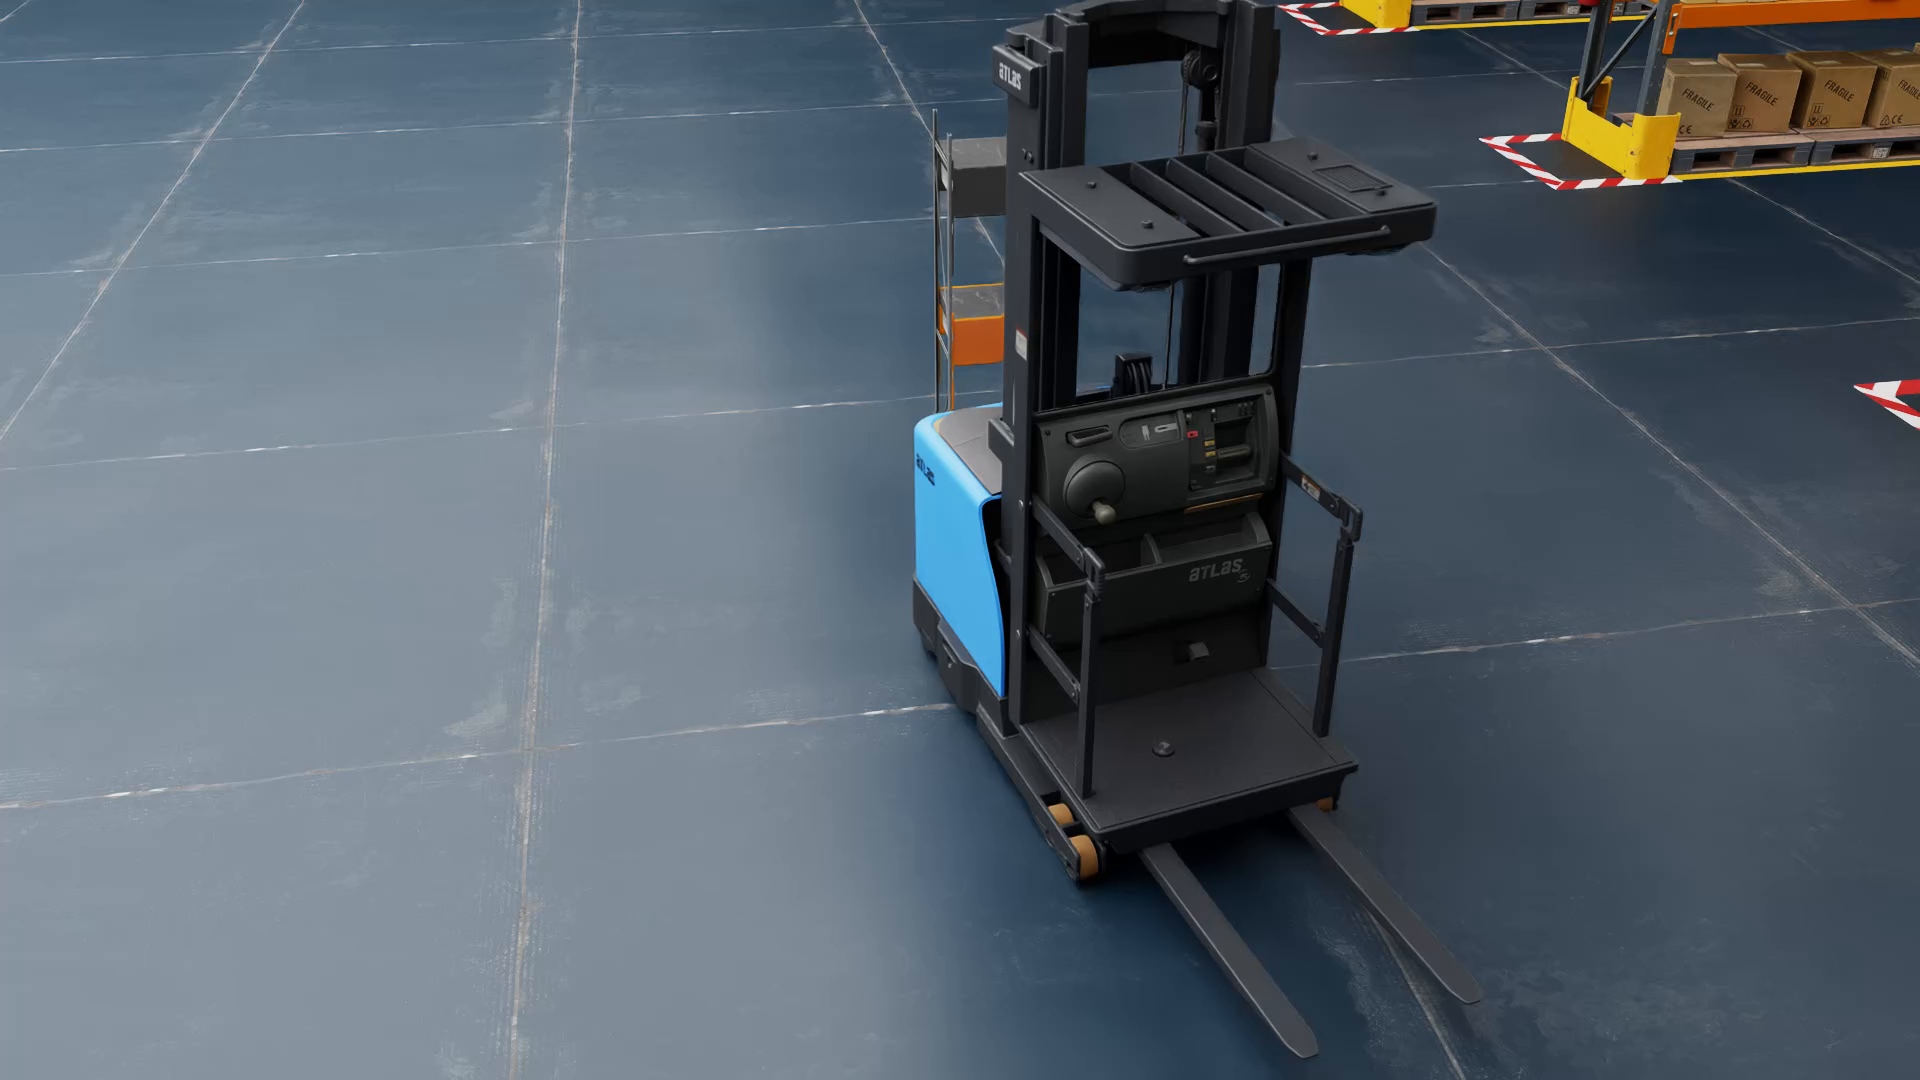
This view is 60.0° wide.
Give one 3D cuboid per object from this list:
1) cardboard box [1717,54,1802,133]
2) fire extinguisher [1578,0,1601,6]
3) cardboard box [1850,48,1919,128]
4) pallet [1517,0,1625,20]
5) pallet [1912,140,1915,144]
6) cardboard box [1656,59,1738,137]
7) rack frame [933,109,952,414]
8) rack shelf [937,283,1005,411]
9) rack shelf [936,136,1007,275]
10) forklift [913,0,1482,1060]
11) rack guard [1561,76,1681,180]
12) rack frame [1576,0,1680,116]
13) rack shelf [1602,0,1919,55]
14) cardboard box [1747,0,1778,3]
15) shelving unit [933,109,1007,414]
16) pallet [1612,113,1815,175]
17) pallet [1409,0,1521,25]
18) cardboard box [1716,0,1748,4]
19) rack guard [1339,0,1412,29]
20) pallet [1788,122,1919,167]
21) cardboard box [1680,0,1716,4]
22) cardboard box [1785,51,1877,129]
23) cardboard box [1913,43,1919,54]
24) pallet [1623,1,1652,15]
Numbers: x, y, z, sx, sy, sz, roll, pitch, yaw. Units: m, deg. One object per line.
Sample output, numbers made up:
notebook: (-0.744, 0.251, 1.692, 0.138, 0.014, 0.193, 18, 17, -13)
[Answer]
cardboard box: (6.450, -3.640, 13.532, 0.500, 0.500, 0.500, 2, 31, 4)
fire extinguisher: (5.055, -4.602, 13.193, 0.183, 0.674, 0.296, -5, 31, -9)
cardboard box: (7.626, -3.716, 13.662, 0.500, 0.500, 0.500, -8, 31, -13)
pallet: (6.423, -5.895, 18.067, 1.213, 0.211, 1.003, -5, 31, -9)
pallet: (8.531, -3.500, 13.994, 1.213, 0.211, 1.003, -5, 31, -9)
cardboard box: (5.868, -3.568, 13.411, 0.500, 0.500, 0.500, 0, 30, 0)
rack frame: (-0.077, -0.898, 7.706, 0.015, 2.100, 0.400, -5, 31, -9)
rack shelf: (0.163, -0.908, 7.750, 0.480, 0.518, 0.431, -5, 31, -9)
rack shelf: (0.163, -1.512, 7.396, 0.480, 0.518, 0.431, -5, 31, -9)
forklift: (0.804, -0.254, 5.791, 1.130, 2.935, 3.031, -11, 32, -19)
rack guard: (5.326, -3.345, 13.446, 0.348, 0.500, 1.175, -5, 31, -9)
rack frame: (5.251, -4.416, 12.801, 0.127, 3.000, 1.000, -5, 31, -9)
rack shelf: (7.218, -4.288, 13.294, 4.000, 0.370, 1.077, -5, 31, -9)
cardboard box: (6.072, -4.243, 12.755, 0.250, 0.149, 0.380, -5, 31, -9)
shelving unit: (0.163, -0.920, 7.743, 0.503, 2.100, 0.431, -5, 31, -9)
pallet: (6.131, -3.277, 13.615, 1.213, 0.211, 1.003, -5, 31, -9)
pallet: (5.225, -5.785, 17.881, 1.213, 0.211, 1.003, -5, 31, -9)
cardboard box: (5.824, -4.228, 12.729, 0.250, 0.149, 0.380, -5, 31, -9)
rack guard: (4.425, -5.838, 17.686, 0.348, 0.500, 1.175, -5, 31, -9)
pallet: (7.329, -3.387, 13.802, 1.213, 0.211, 1.003, -5, 31, -9)
cardboard box: (5.574, -4.215, 12.706, 0.250, 0.149, 0.380, -5, 31, -9)
cardboard box: (7.069, -3.687, 13.614, 0.500, 0.500, 0.500, -3, 31, -4)
cardboard box: (8.223, -3.812, 13.825, 0.500, 0.500, 0.500, 4, 31, 7)
pallet: (7.625, -6.008, 18.259, 1.213, 0.211, 1.003, -5, 31, -9)
